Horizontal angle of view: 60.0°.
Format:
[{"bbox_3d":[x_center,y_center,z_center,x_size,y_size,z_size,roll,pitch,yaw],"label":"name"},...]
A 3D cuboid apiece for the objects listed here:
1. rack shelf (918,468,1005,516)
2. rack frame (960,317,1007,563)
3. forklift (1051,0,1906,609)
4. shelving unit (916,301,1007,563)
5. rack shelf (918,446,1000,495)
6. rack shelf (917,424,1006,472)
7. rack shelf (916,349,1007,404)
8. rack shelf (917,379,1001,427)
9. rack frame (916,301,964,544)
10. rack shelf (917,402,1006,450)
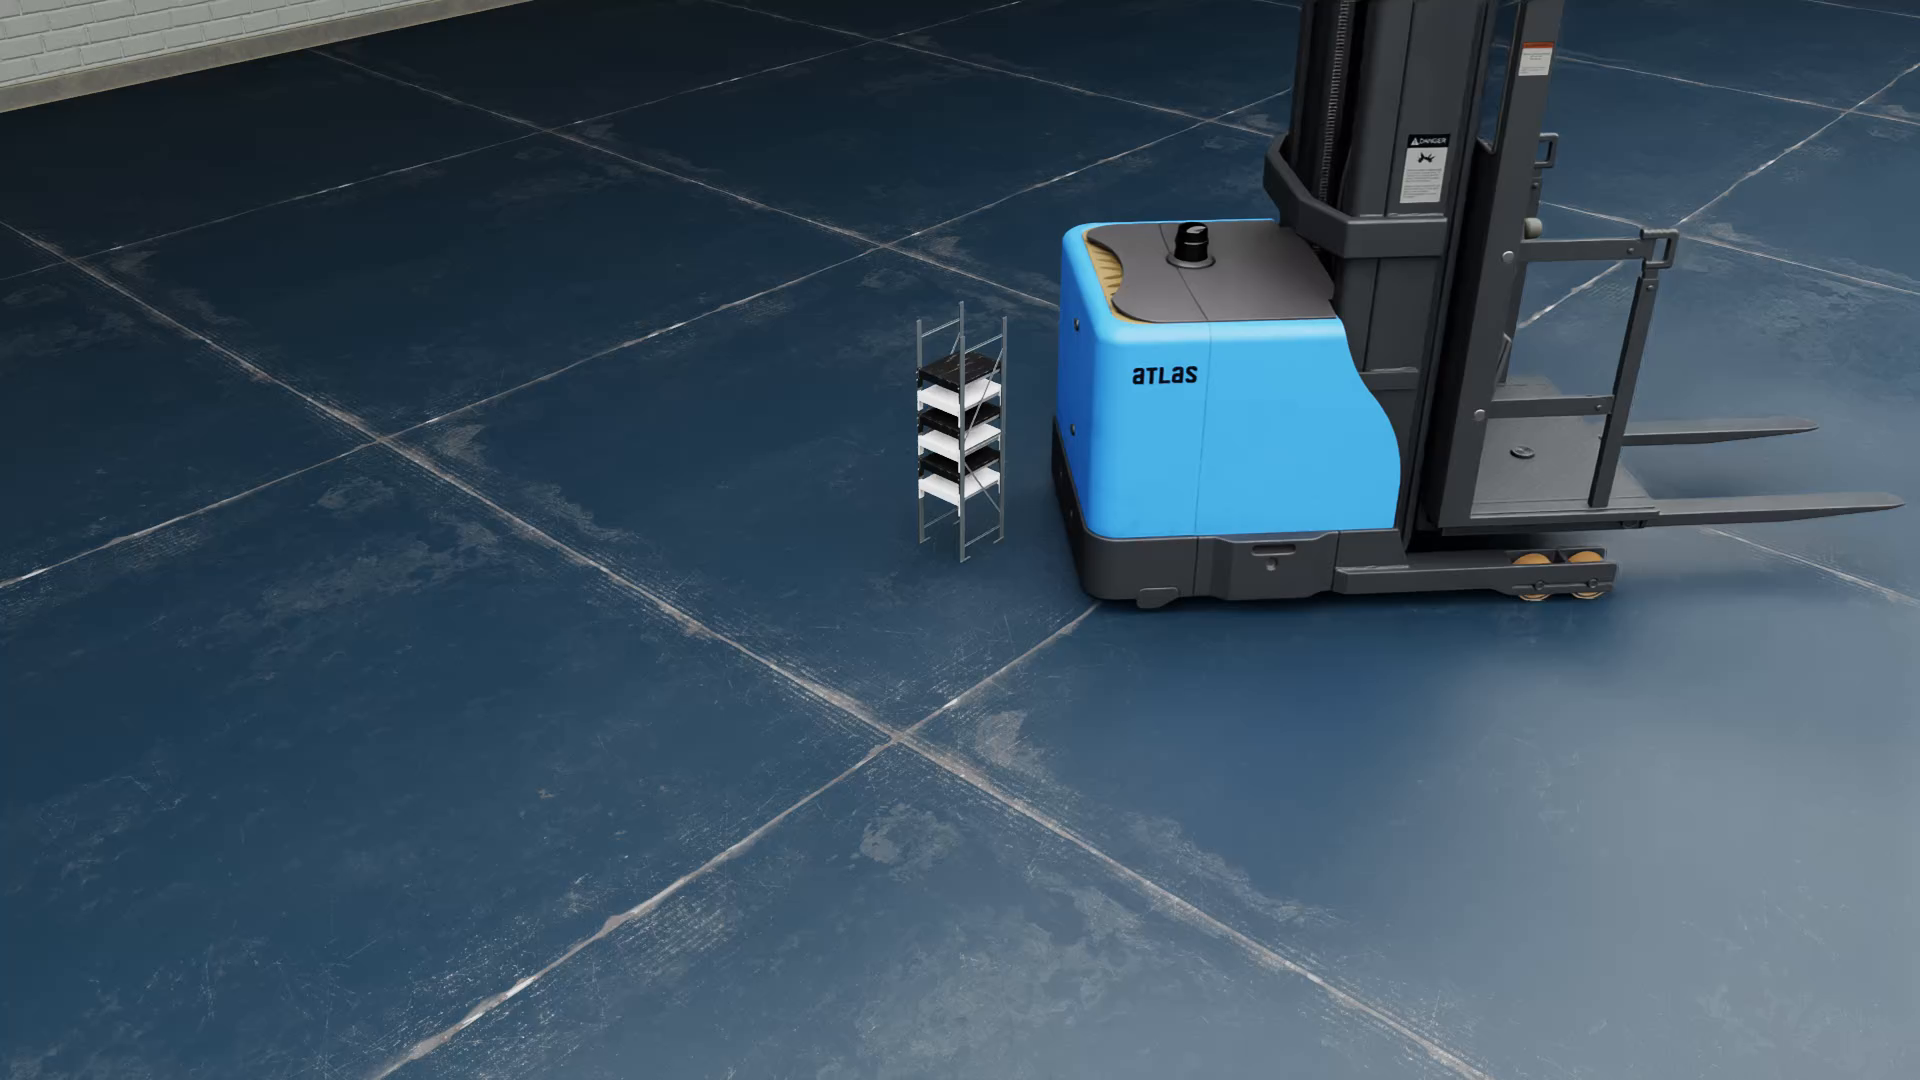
[{"bbox_3d":[0.006,-0.200,6.123,0.200,0.077,0.258,25,39,35],"label":"rack shelf"},{"bbox_3d":[0.081,-0.348,5.955,0.006,0.900,0.240,25,39,35],"label":"rack frame"},{"bbox_3d":[1.903,-1.310,5.584,3.031,2.935,1.130,-2,31,-4],"label":"forklift"},{"bbox_3d":[0.006,-0.383,6.013,0.210,0.900,0.258,25,39,35],"label":"shelving unit"},{"bbox_3d":[0.006,-0.277,6.077,0.200,0.077,0.258,25,39,35],"label":"rack shelf"},{"bbox_3d":[0.006,-0.354,6.030,0.200,0.077,0.258,25,39,35],"label":"rack shelf"},{"bbox_3d":[0.006,-0.585,5.891,0.200,0.077,0.258,25,39,35],"label":"rack shelf"},{"bbox_3d":[0.006,-0.508,5.938,0.200,0.077,0.258,25,39,35],"label":"rack shelf"},{"bbox_3d":[-0.069,-0.418,6.072,0.006,0.900,0.240,25,39,35],"label":"rack frame"},{"bbox_3d":[0.006,-0.431,5.984,0.200,0.077,0.258,25,39,35],"label":"rack shelf"}]
